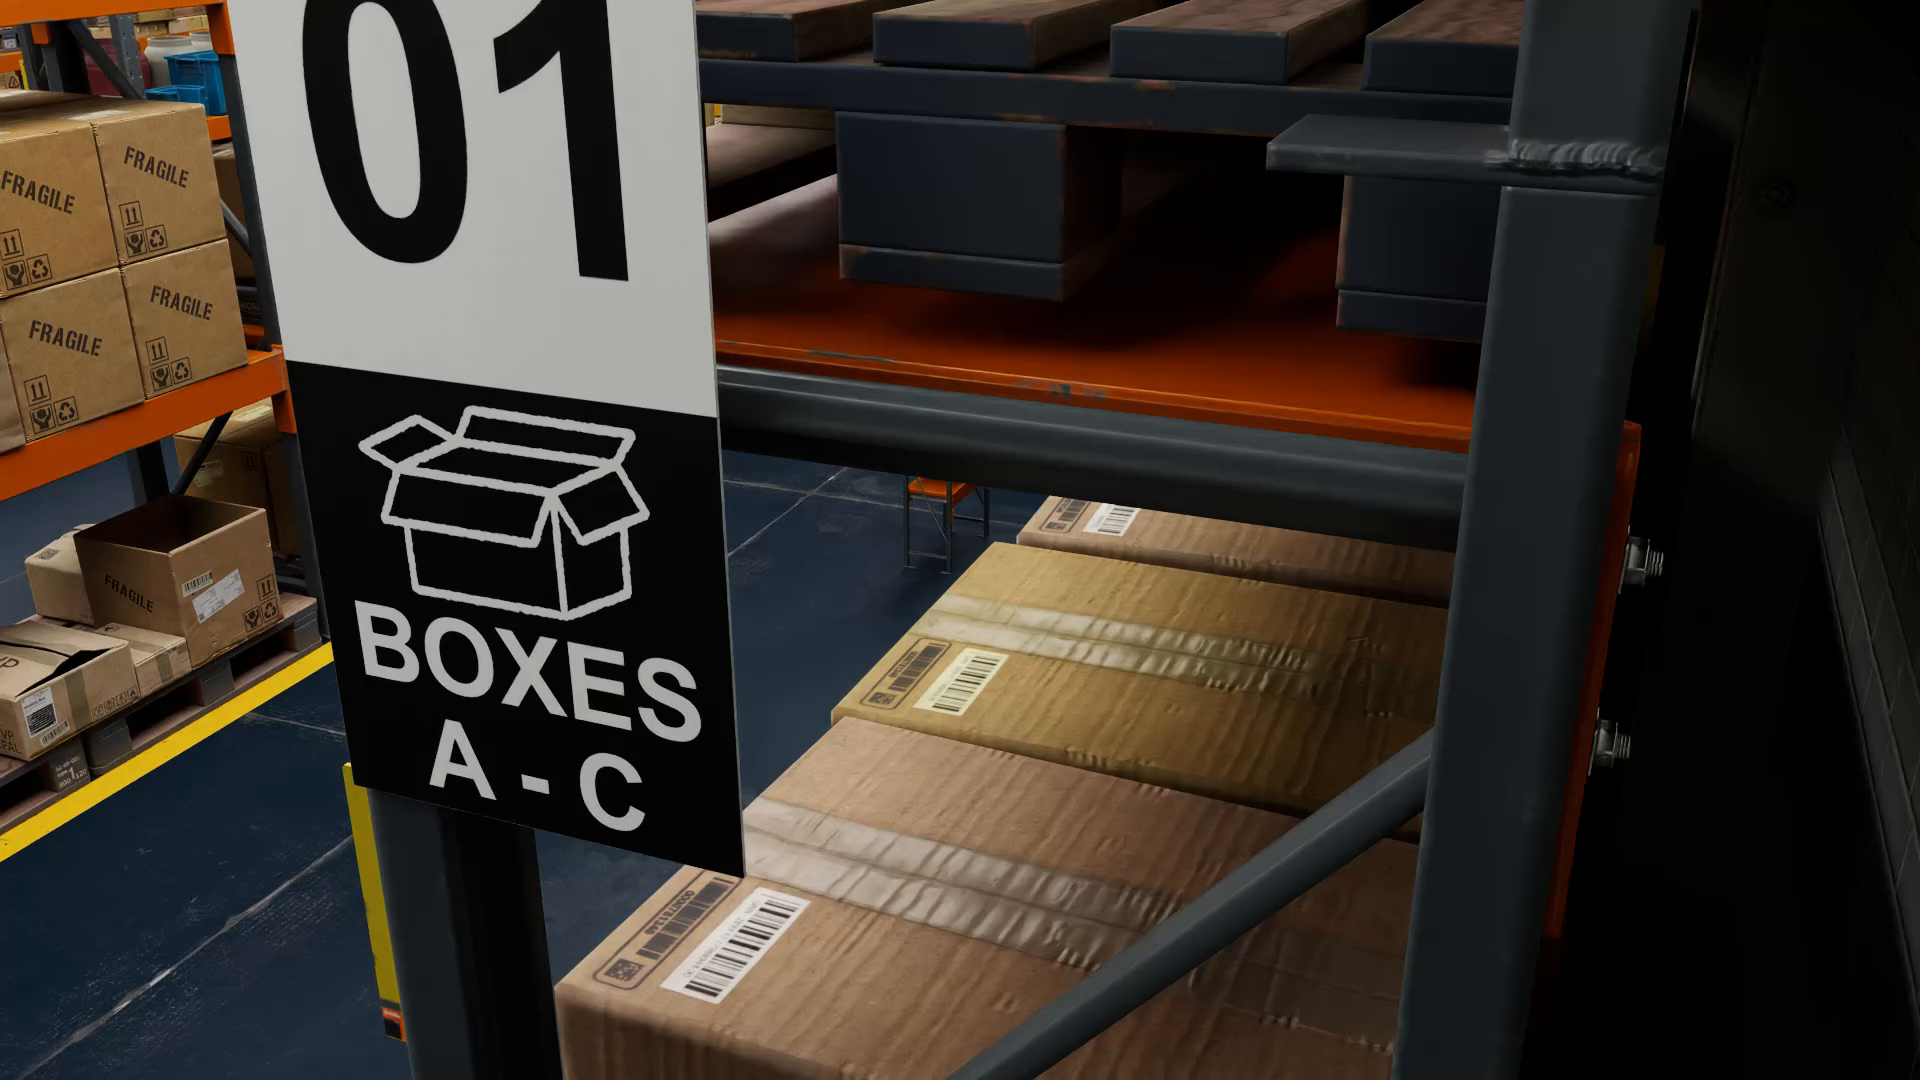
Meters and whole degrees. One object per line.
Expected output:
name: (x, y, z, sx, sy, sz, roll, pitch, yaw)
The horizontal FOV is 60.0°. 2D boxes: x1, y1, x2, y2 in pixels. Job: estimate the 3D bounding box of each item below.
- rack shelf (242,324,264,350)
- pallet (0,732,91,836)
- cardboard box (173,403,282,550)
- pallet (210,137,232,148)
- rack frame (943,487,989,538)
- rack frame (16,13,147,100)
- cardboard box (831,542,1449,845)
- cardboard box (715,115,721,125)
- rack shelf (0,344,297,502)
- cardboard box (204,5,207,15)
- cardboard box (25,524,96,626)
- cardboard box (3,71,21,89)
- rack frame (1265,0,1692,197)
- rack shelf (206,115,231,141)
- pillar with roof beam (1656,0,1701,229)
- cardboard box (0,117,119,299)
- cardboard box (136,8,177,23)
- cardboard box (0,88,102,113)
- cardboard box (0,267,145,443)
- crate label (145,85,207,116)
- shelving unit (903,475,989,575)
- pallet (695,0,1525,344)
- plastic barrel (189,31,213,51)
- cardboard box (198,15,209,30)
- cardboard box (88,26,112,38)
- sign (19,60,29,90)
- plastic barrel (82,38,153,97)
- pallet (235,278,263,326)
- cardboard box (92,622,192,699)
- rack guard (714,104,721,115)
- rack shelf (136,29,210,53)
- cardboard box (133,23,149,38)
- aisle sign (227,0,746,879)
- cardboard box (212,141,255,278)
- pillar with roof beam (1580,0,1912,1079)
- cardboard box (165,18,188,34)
rack shelf: (-2.424, -1.424, 8.700, 1.077, 0.370, 4.000, 9, 24, 20)
pallet: (-3.874, 0.931, 5.748, 1.003, 0.211, 1.213, 9, 24, 20)
cardboard box: (-3.250, -0.307, 7.766, 0.500, 0.500, 0.500, 9, 24, 20)
pallet: (-8.723, -4.719, 19.274, 1.003, 0.211, 1.213, 9, 24, 20)
rack frame: (0.029, -0.582, 8.086, 0.240, 1.200, 0.015, 9, 24, 20)
rack frame: (-6.279, -3.182, 11.975, 1.000, 3.000, 0.127, 9, 24, 20)
cardboard box: (0.388, 0.515, 2.736, 0.980, 0.700, 0.700, 9, 24, 20)
cardboard box: (-1.505, -2.554, 10.588, 0.500, 0.311, 0.500, 10, 25, 23)
rack shelf: (-3.910, 0.008, 5.273, 1.077, 0.370, 4.000, 9, 24, 20)
cardboard box: (-8.632, -6.198, 18.681, 0.875, 0.500, 0.500, 9, 24, 20)
cardboard box: (-3.524, 0.117, 6.996, 0.500, 0.311, 0.500, 9, 24, 20)
cardboard box: (-12.664, -6.461, 22.038, 0.875, 0.875, 0.875, 9, 24, 20)
rack frame: (-0.052, -1.669, 0.570, 1.000, 3.000, 0.127, 9, 24, 20)
rack shelf: (-5.536, -3.565, 13.827, 1.077, 0.370, 4.000, 9, 24, 20)
pillar with roof beam: (2.437, -7.636, 14.857, 9.100, 9.000, 0.400, 9, 24, 20)
cardboard box: (-3.302, -1.146, 5.674, 0.500, 0.500, 0.500, 8, 24, 19)
cardboard box: (-8.948, -5.832, 17.804, 0.875, 0.500, 0.500, 9, 24, 20)
cardboard box: (-3.603, -1.419, 6.328, 0.500, 0.500, 0.500, 9, 24, 21)
cardboard box: (-3.304, -0.686, 5.870, 0.500, 0.500, 0.500, 9, 24, 22)
crate label: (-5.774, -3.202, 12.240, 0.303, 0.233, 0.416, 9, 24, 20)
shelving unit: (-0.062, -0.494, 7.877, 0.258, 1.200, 0.503, 9, 24, 20)
pallet: (0.214, -0.511, 1.804, 1.003, 0.211, 1.213, 9, 24, 20)
plastic barrel: (-5.938, -3.783, 13.269, 0.421, 0.512, 0.421, 0, 23, 0)
cardboard box: (-8.487, -5.779, 18.519, 0.380, 0.149, 0.250, 9, 24, 20)
cardboard box: (-9.032, -5.240, 17.229, 0.380, 0.149, 0.250, 9, 24, 20)
sign: (-6.792, -3.333, 12.126, 0.100, 0.325, 0.005, 9, 24, 20)
plastic barrel: (-6.387, -3.454, 12.451, 0.600, 0.536, 0.708, 9, 24, 20)
pallet: (-2.769, -1.222, 7.532, 1.003, 0.211, 1.213, 9, 24, 20)
cardboard box: (-3.199, 0.460, 6.385, 0.380, 0.149, 0.250, 9, 24, 20)
rack guard: (-3.292, -4.857, 19.230, 1.175, 0.500, 0.348, 9, 24, 20)
rack shelf: (-8.648, -5.706, 18.952, 1.077, 0.370, 4.000, 9, 24, 20)
cardboard box: (-8.860, -5.421, 17.663, 0.380, 0.149, 0.250, 9, 24, 20)
aisle sign: (-0.357, -0.117, 1.266, 0.394, 0.787, 0.004, 9, 24, 20)
cardboard box: (-2.783, -1.417, 7.077, 0.700, 0.500, 0.500, 1, 23, 2)
pillar with roof beam: (-2.020, -3.342, 4.576, 9.100, 9.000, 0.400, 9, 24, 20)
cardboard box: (-8.645, -5.596, 18.080, 0.380, 0.149, 0.250, 9, 24, 20)
